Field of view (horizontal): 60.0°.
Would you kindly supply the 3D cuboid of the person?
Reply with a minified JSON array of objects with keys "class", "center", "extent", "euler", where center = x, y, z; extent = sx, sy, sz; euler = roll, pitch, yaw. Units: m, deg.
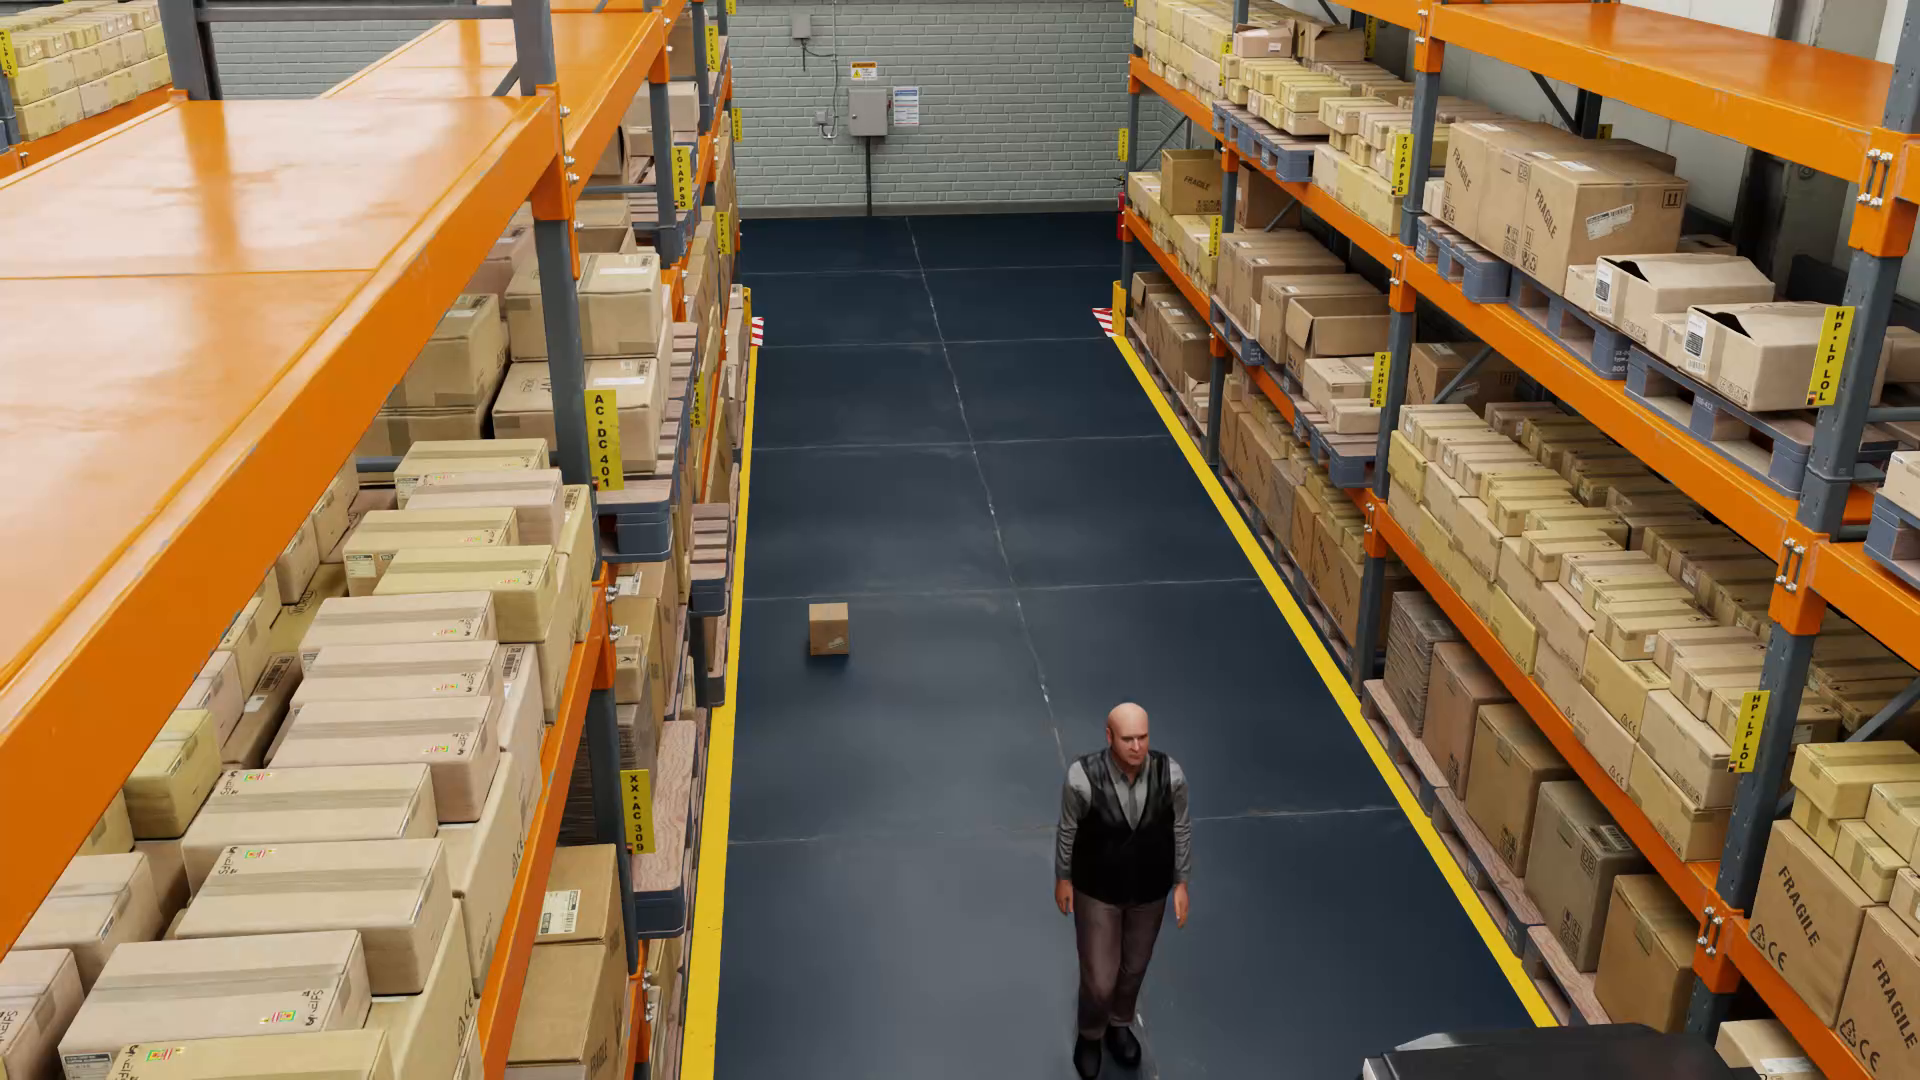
[{"class":"person","center":[0.694,1.487,6.926],"extent":[0.556,1.741,0.498],"euler":[-4,24,-10]}]
